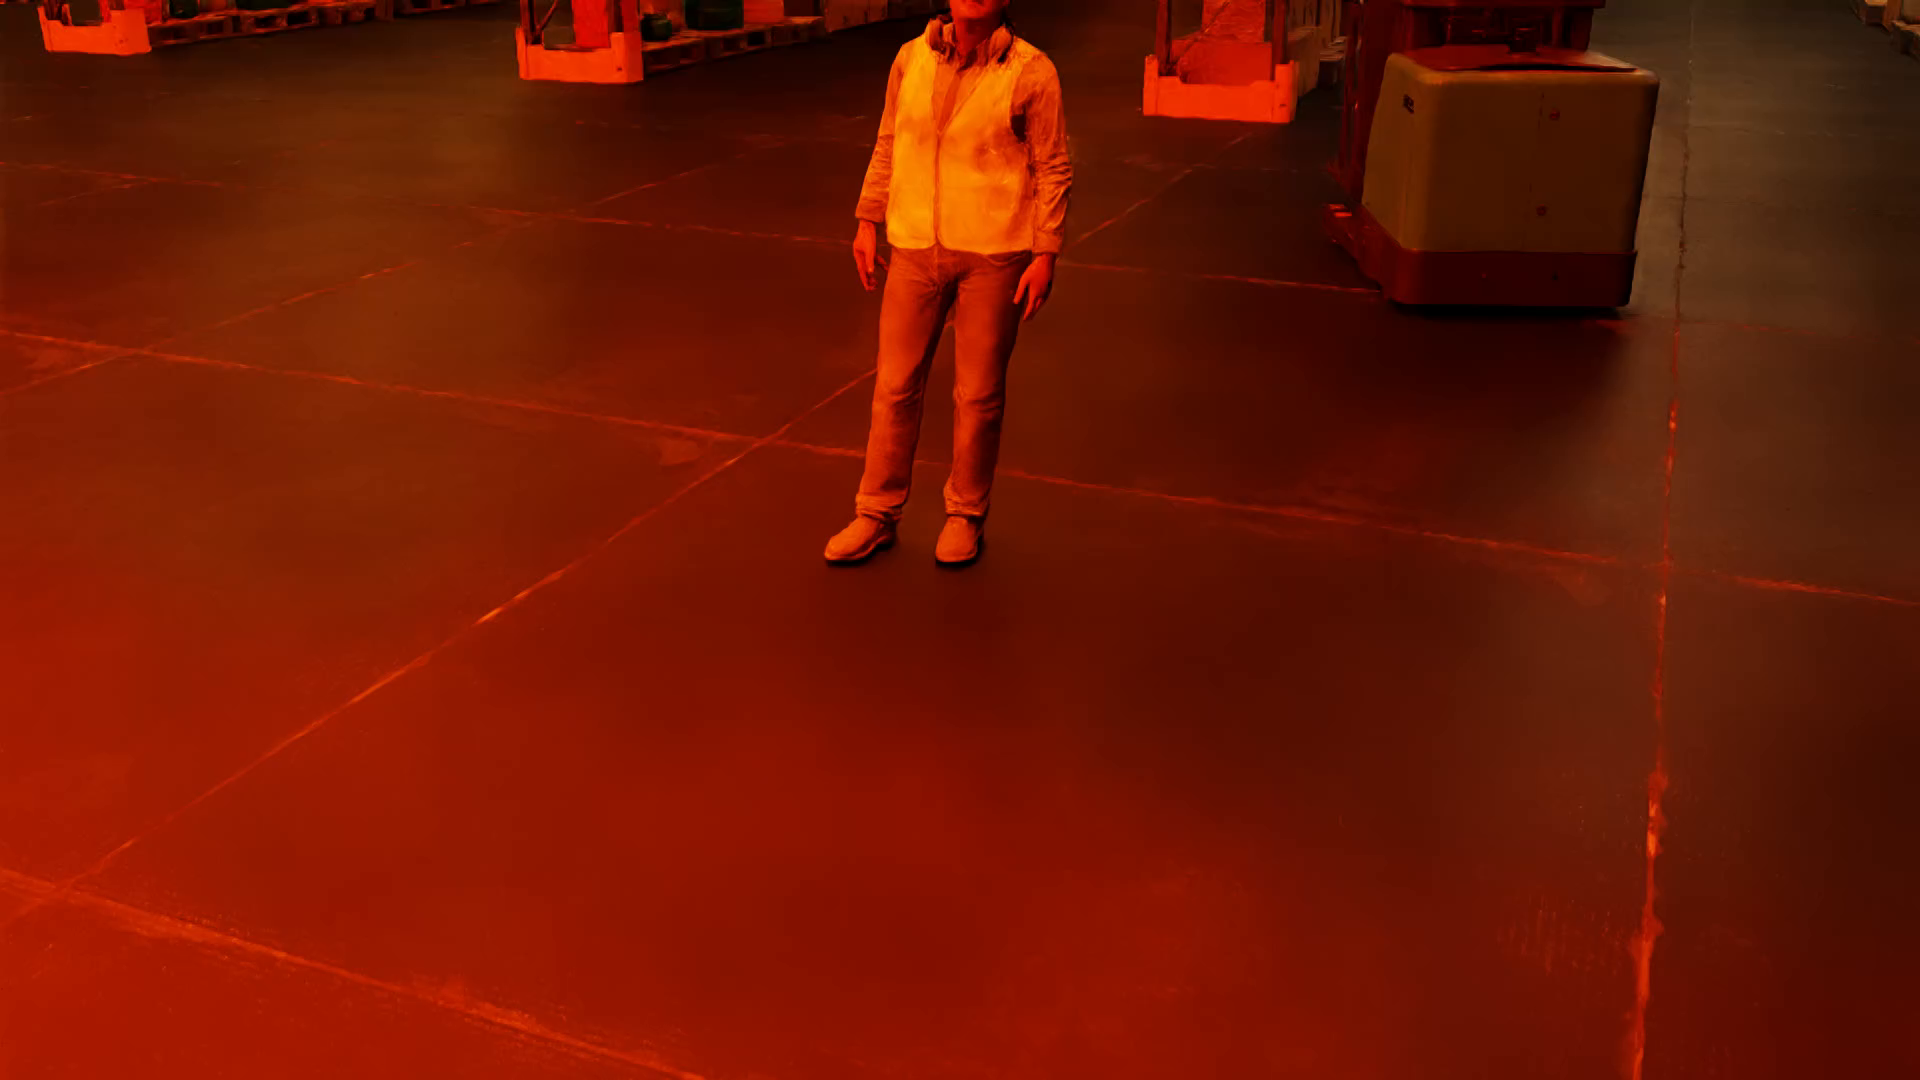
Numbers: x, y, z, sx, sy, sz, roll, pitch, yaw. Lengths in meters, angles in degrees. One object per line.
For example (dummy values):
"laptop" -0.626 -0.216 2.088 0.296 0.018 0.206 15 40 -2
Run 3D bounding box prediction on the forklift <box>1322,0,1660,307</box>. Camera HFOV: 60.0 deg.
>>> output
"forklift" 2.536 -2.911 8.257 1.130 2.935 3.031 1 23 2

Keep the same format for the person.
"person" -0.031 -0.804 4.698 0.632 1.773 0.567 9 24 21
